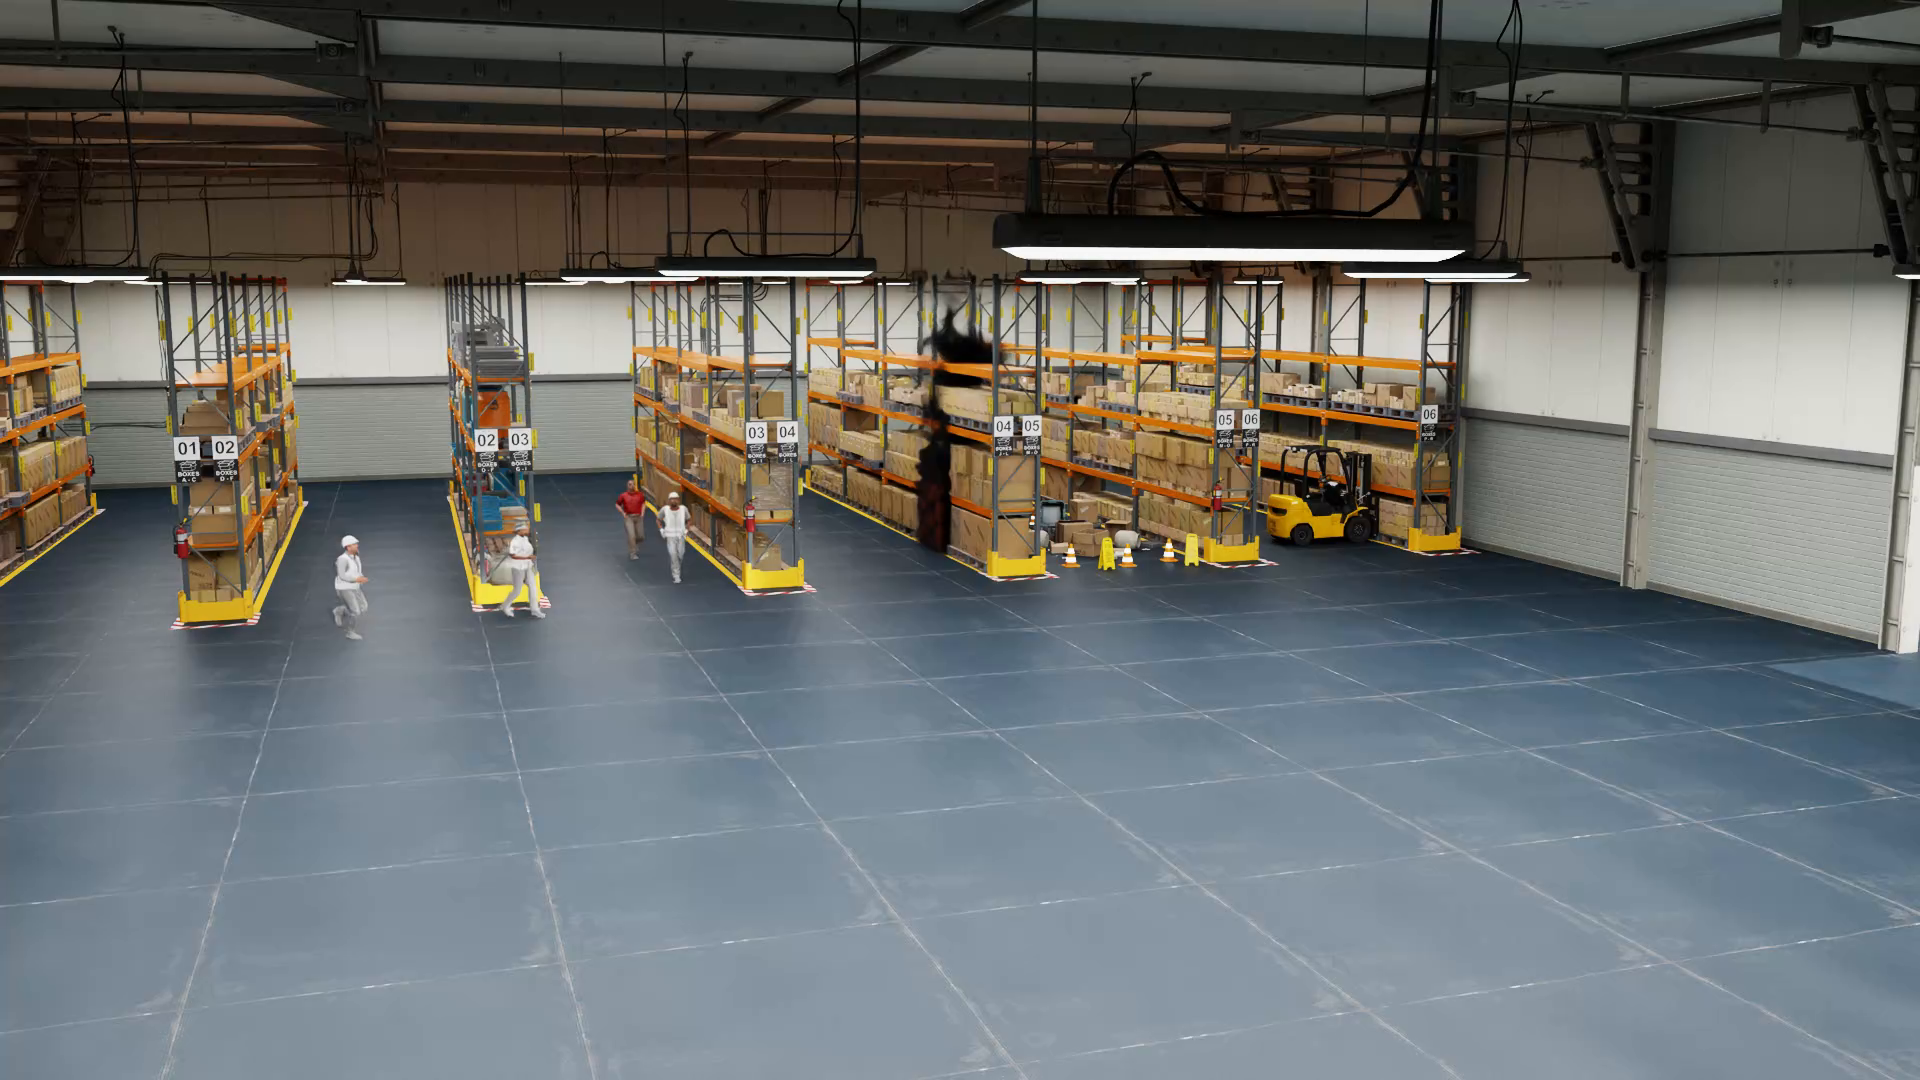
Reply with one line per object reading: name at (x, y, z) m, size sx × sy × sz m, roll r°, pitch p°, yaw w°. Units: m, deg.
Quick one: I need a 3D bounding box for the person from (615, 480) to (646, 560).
person at (-6.999, -0.440, 35.469) m, size 0.664 × 1.660 × 0.645 m, roll -4°, pitch 10°, yaw -26°

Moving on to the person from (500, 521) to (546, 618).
person at (-7.633, 0.506, 28.973) m, size 0.855 × 1.689 × 0.589 m, roll 3°, pitch 9°, yaw 20°

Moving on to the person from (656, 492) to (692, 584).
person at (-5.625, -0.070, 32.763) m, size 0.686 × 1.772 × 0.825 m, roll -3°, pitch 9°, yaw -18°

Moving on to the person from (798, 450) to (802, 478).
person at (-4.541, -1.885, 45.066) m, size 0.581 × 1.628 × 0.600 m, roll -2°, pitch 9°, yaw -13°

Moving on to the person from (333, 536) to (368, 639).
person at (-10.012, 0.781, 27.327) m, size 0.670 × 1.727 × 0.697 m, roll 1°, pitch 9°, yaw 4°
